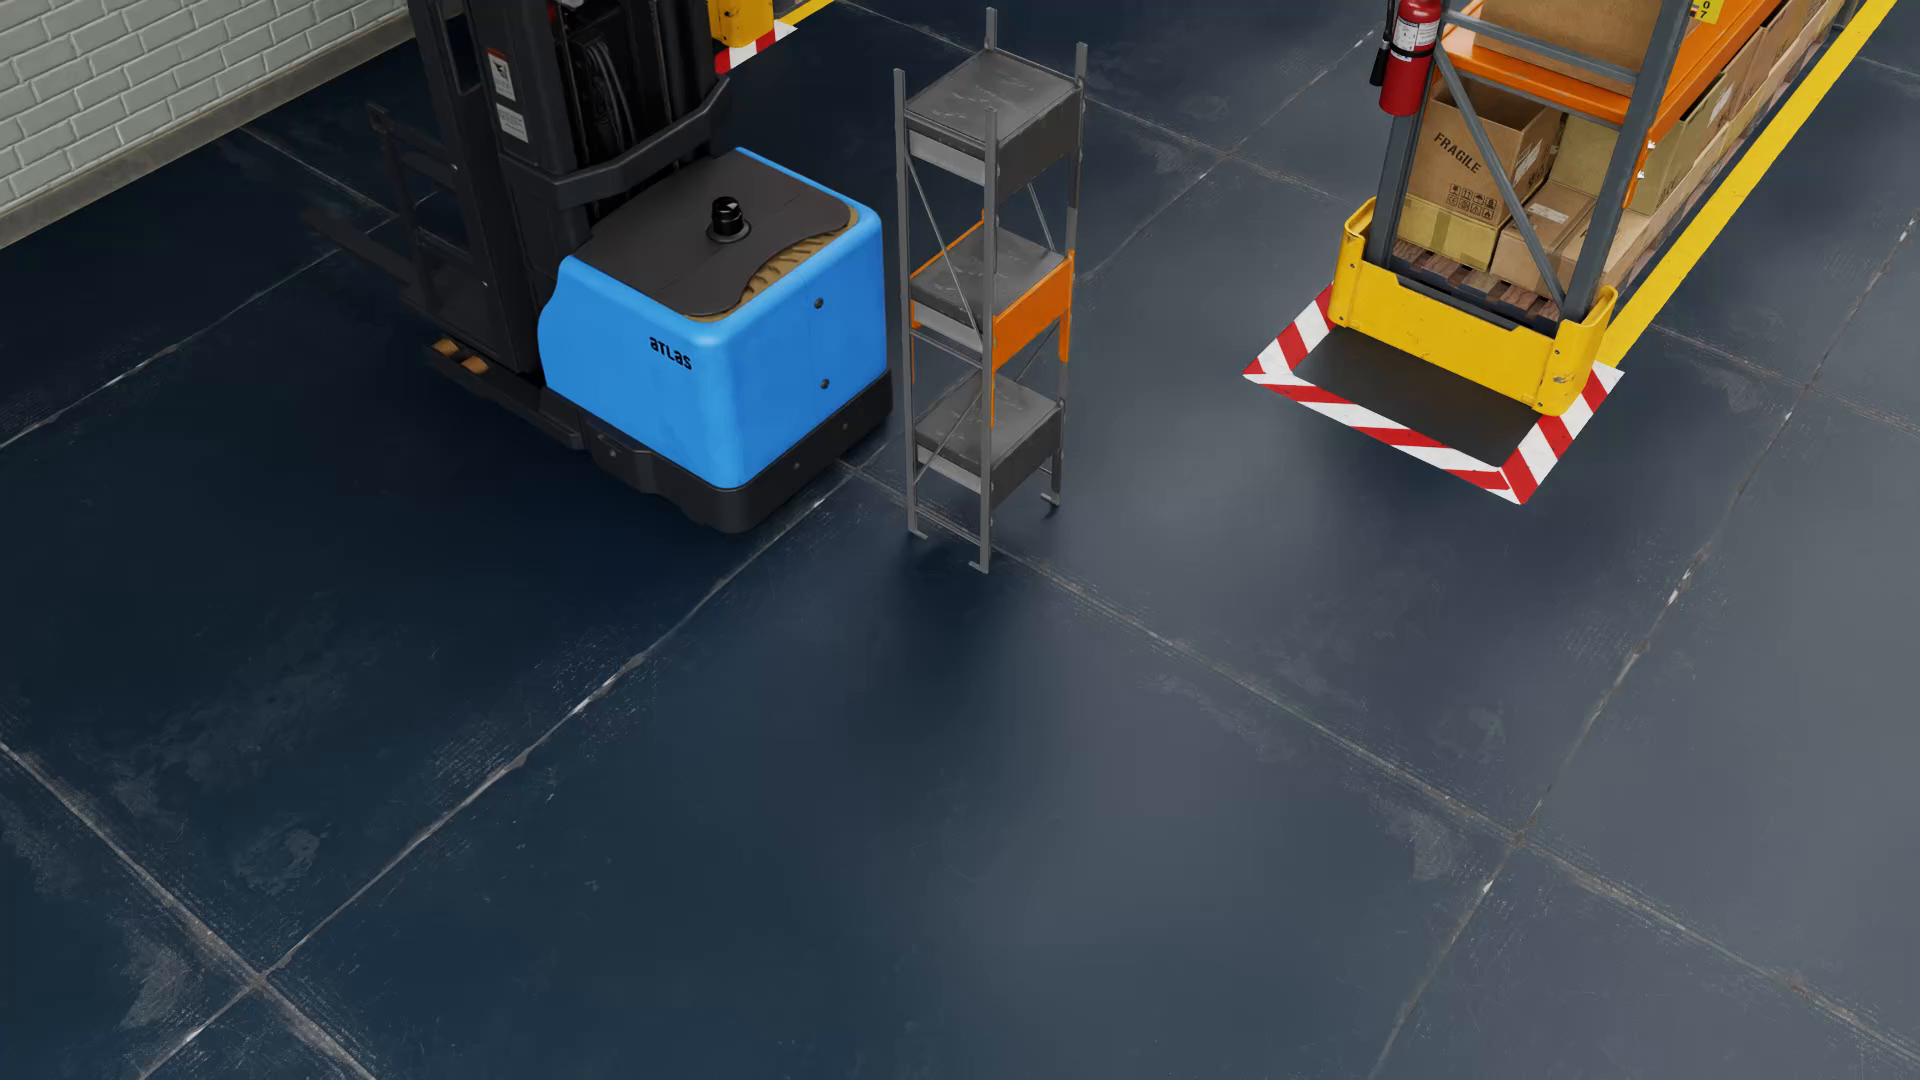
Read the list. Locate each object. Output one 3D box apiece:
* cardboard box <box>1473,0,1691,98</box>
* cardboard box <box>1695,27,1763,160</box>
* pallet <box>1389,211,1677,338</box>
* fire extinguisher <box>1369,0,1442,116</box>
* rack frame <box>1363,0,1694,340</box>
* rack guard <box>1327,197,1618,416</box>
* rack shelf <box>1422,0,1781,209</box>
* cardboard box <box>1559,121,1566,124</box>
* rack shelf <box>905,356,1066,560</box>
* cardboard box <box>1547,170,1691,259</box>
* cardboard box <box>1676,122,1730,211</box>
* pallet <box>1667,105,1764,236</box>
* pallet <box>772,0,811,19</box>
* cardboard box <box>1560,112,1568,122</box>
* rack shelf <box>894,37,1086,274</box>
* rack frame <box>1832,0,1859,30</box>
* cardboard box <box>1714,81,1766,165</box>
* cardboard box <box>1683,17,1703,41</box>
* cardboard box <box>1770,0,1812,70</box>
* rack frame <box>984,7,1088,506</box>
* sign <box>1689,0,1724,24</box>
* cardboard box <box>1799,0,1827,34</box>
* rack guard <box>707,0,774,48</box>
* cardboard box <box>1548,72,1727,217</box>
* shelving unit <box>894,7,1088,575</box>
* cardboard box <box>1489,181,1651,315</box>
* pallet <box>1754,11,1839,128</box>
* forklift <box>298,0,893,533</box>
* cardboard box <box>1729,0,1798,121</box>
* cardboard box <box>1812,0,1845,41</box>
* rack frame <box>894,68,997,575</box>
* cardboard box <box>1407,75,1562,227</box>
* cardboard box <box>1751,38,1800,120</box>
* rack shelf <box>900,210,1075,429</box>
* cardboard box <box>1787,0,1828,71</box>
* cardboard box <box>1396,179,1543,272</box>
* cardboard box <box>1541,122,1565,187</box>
[{"bbox_3d":[2.562,-2.224,6.731,0.700,0.500,0.500,29,53,25],"label":"cardboard box"},{"bbox_3d":[3.370,-2.169,7.840,0.500,0.500,0.500,29,53,25],"label":"cardboard box"},{"bbox_3d":[2.701,-1.421,7.961,1.003,0.211,1.213,29,53,25],"label":"pallet"},{"bbox_3d":[1.827,-2.039,6.677,0.296,0.674,0.183,29,53,25],"label":"fire extinguisher"},{"bbox_3d":[2.266,-1.928,6.517,1.000,3.000,0.127,29,53,25],"label":"rack frame"},{"bbox_3d":[2.252,-1.051,7.408,1.175,0.500,0.348,29,53,25],"label":"rack guard"},{"bbox_3d":[3.489,-2.824,7.870,1.077,0.370,4.000,29,53,25],"label":"rack shelf"},{"bbox_3d":[2.961,-2.139,8.330,0.500,0.250,0.500,29,53,25],"label":"cardboard box"},{"bbox_3d":[0.101,-0.327,6.597,0.431,0.518,0.480,29,53,25],"label":"rack shelf"},{"bbox_3d":[3.073,-1.619,7.833,0.500,0.250,0.500,29,53,25],"label":"cardboard box"},{"bbox_3d":[3.379,-1.905,8.107,0.500,0.250,0.500,29,53,25],"label":"cardboard box"},{"bbox_3d":[3.447,-2.116,8.625,1.003,0.211,1.213,29,53,25],"label":"pallet"},{"bbox_3d":[-1.085,-3.645,10.086,1.003,0.211,1.213,29,53,25],"label":"pallet"},{"bbox_3d":[2.959,-2.399,8.060,0.500,0.500,0.500,29,53,25],"label":"cardboard box"},{"bbox_3d":[0.101,-1.294,5.585,0.431,0.518,0.480,29,53,25],"label":"rack shelf"},{"bbox_3d":[4.712,-4.217,8.703,1.000,3.000,0.127,29,53,25],"label":"rack frame"},{"bbox_3d":[3.689,-2.189,8.378,0.500,0.250,0.500,29,53,25],"label":"cardboard box"},{"bbox_3d":[2.879,-2.526,7.020,0.700,0.500,0.500,31,53,26],"label":"cardboard box"},{"bbox_3d":[3.984,-2.740,8.386,0.500,0.500,0.500,29,53,25],"label":"cardboard box"},{"bbox_3d":[0.250,-0.960,6.215,0.400,2.100,0.015,29,53,25],"label":"rack frame"},{"bbox_3d":[2.702,-2.005,5.938,0.100,0.325,0.005,29,53,25],"label":"sign"},{"bbox_3d":[4.287,-3.028,8.661,0.500,0.500,0.500,29,53,25],"label":"cardboard box"},{"bbox_3d":[-1.609,-3.296,9.552,1.175,0.500,0.348,29,53,25],"label":"rack guard"},{"bbox_3d":[3.075,-1.877,7.562,0.500,0.500,0.500,29,53,25],"label":"cardboard box"},{"bbox_3d":[0.101,-0.820,6.081,0.431,2.100,0.503,29,53,25],"label":"shelving unit"},{"bbox_3d":[2.770,-1.331,7.559,0.500,0.250,0.500,29,53,25],"label":"cardboard box"},{"bbox_3d":[4.193,-2.817,9.295,1.003,0.211,1.213,29,53,25],"label":"pallet"},{"bbox_3d":[-1.763,-1.931,6.567,3.031,2.935,1.130,30,53,25],"label":"forklift"},{"bbox_3d":[3.690,-2.448,8.106,0.500,0.500,0.500,29,53,25],"label":"cardboard box"},{"bbox_3d":[4.601,-3.050,9.200,0.500,0.250,0.500,29,53,25],"label":"cardboard box"},{"bbox_3d":[-0.048,-0.680,5.948,0.400,2.100,0.015,29,53,25],"label":"rack frame"},{"bbox_3d":[2.359,-1.820,7.507,0.500,0.500,0.500,29,53,25],"label":"cardboard box"},{"bbox_3d":[3.994,-2.475,8.651,0.500,0.250,0.500,29,53,25],"label":"cardboard box"},{"bbox_3d":[0.101,-0.811,6.091,0.431,0.518,0.480,29,53,25],"label":"rack shelf"},{"bbox_3d":[4.288,-2.768,8.931,0.500,0.250,0.500,29,53,25],"label":"cardboard box"},{"bbox_3d":[2.361,-1.560,7.777,0.500,0.250,0.500,29,53,25],"label":"cardboard box"},{"bbox_3d":[2.657,-1.852,8.056,0.500,0.250,0.500,29,53,25],"label":"cardboard box"}]
